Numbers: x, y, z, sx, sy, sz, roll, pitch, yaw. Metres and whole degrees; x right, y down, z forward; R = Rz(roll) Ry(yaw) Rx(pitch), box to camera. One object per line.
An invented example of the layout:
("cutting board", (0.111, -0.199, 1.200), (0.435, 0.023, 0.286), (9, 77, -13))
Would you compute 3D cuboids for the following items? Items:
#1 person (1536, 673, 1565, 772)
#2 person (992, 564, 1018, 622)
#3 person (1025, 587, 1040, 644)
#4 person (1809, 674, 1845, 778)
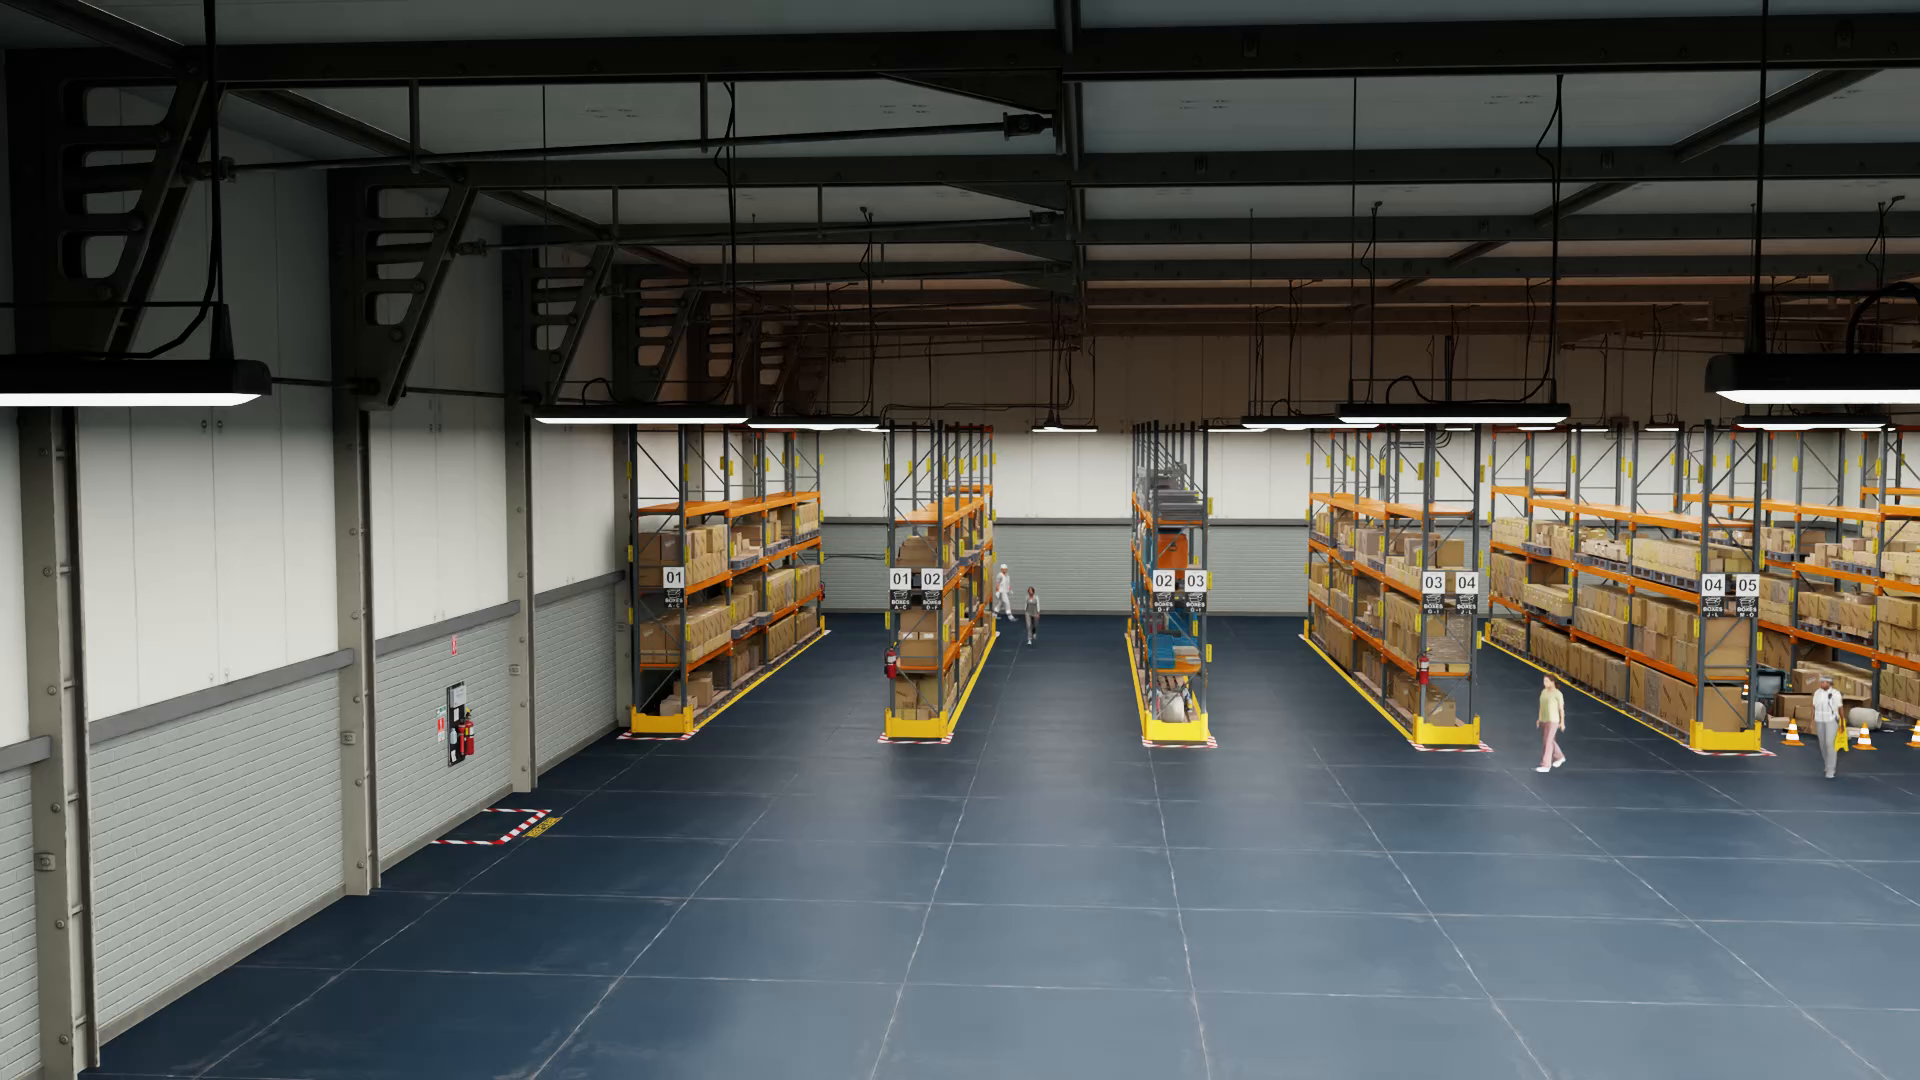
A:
("person", (10.076, 3.095, 28.342), (0.822, 1.655, 0.437), (-1, 4, -21))
("person", (1.399, 1.616, 51.078), (0.985, 1.752, 0.542), (2, 4, 30))
("person", (1.983, 2.047, 45.539), (0.419, 1.563, 0.768), (0, 4, 2))
("person", (14.626, 3.112, 28.097), (0.629, 1.683, 0.568), (-2, 4, -32))
